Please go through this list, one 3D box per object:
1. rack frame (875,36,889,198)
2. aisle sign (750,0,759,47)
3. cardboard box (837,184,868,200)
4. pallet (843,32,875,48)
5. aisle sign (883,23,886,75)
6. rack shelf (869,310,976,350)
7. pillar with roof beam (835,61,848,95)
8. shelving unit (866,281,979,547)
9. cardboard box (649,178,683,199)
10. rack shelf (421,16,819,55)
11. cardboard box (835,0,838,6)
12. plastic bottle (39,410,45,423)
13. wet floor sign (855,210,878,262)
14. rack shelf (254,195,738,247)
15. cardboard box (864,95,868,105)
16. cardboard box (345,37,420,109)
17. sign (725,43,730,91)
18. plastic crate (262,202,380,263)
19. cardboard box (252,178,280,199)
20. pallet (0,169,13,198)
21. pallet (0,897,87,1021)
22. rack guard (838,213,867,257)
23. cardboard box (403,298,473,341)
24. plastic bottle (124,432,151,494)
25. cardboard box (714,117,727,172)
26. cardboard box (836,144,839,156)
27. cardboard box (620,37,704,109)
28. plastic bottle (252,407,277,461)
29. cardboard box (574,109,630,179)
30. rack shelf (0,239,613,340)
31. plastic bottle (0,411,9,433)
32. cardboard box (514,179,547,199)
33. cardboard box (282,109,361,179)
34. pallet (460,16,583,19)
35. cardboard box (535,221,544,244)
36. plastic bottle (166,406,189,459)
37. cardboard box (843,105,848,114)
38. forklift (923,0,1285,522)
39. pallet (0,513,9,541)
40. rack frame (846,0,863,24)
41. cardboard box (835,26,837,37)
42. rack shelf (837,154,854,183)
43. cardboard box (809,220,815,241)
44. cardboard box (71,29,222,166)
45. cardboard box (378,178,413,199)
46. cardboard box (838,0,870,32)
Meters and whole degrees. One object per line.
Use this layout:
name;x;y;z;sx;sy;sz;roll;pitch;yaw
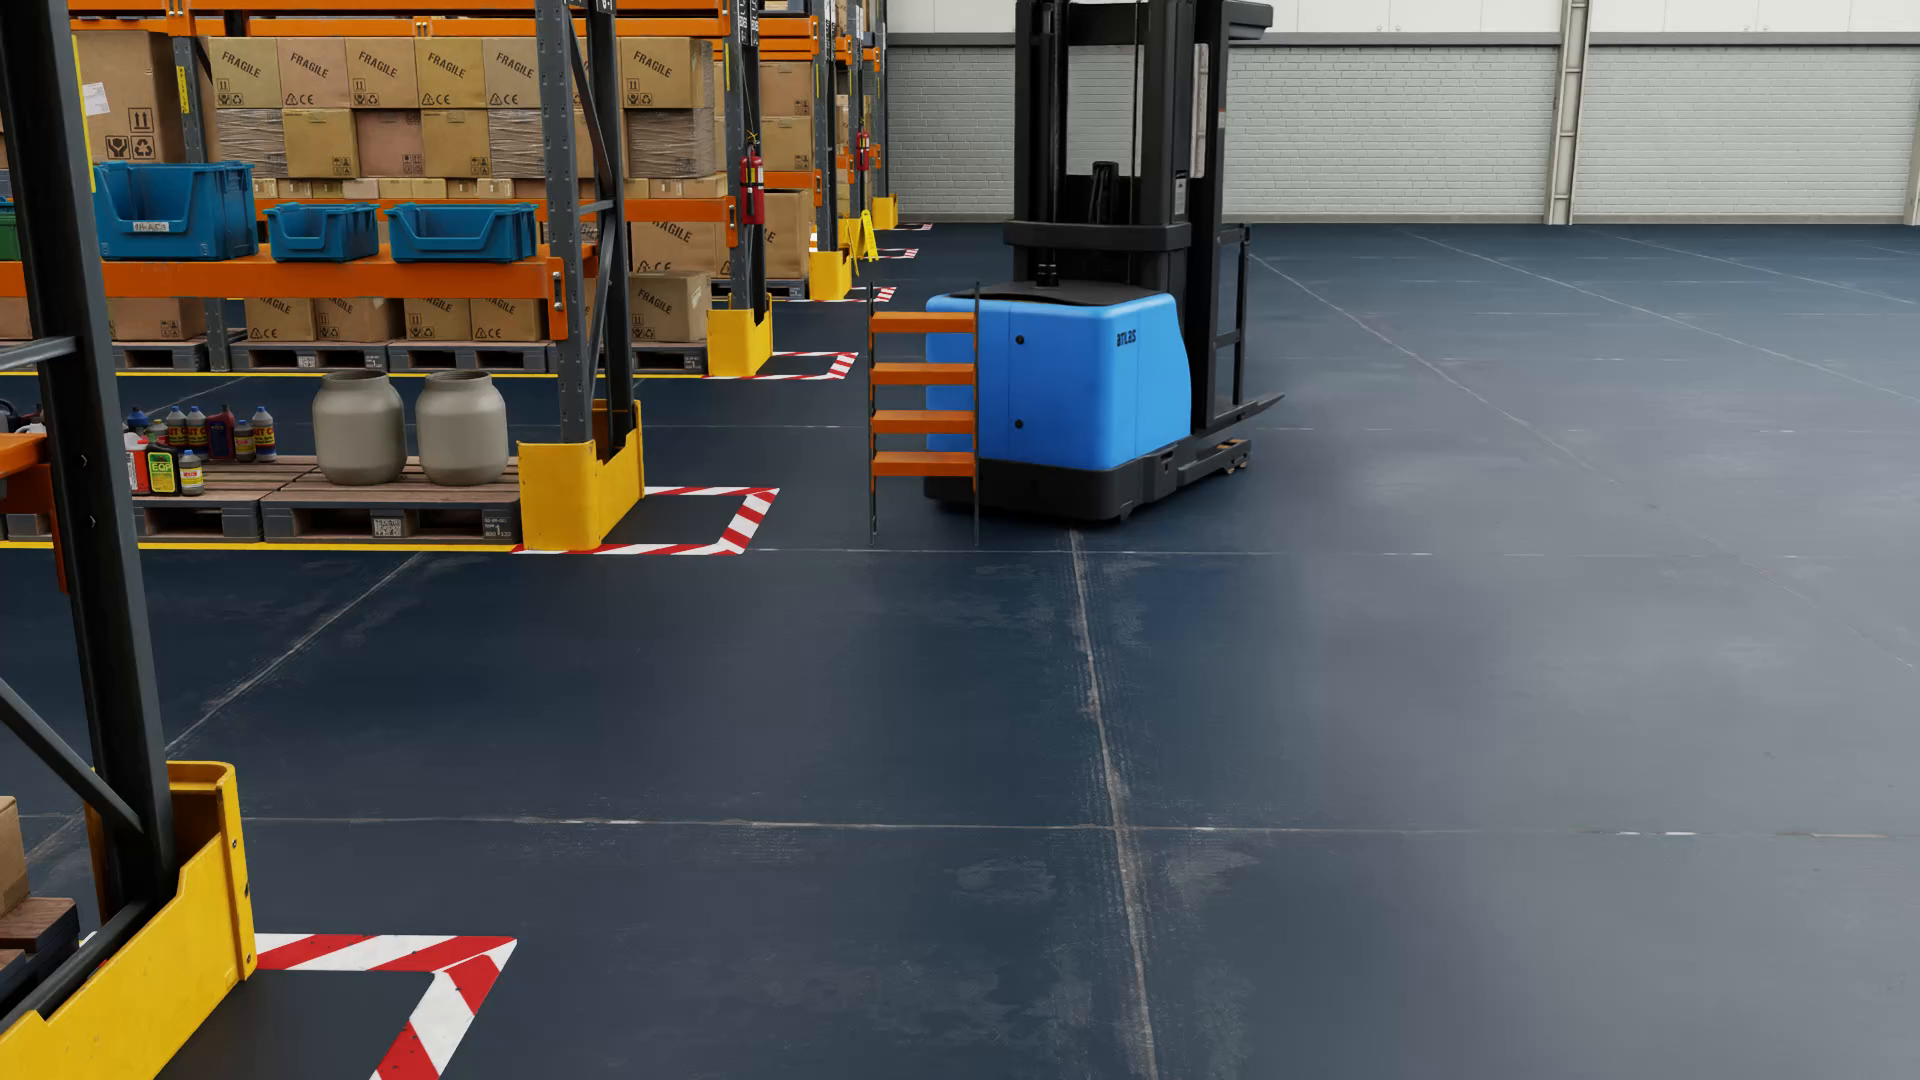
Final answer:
rack frame;-1.258;-6.617;27.041;0.127;3.000;1.000;0;15;1
aisle sign;-1.565;-4.157;12.621;0.004;0.787;0.394;0;15;1
cardboard box;-1.753;-5.656;26.984;0.500;0.250;0.500;0;15;1
pallet;-1.964;-8.036;26.712;1.213;0.211;1.003;0;15;1
aisle sign;-1.200;-7.799;26.424;0.004;0.787;0.394;0;15;1
rack shelf;-0.165;-0.961;7.591;0.480;0.148;0.258;0;15;1
pillar with roof beam;-2.041;-8.654;23.003;0.400;9.000;9.100;0;15;1
shelving unit;-0.165;-0.581;7.691;0.503;1.200;0.258;0;15;1
cardboard box;-2.174;-2.654;12.510;0.250;0.149;0.380;0;15;1
rack shelf;-3.406;-5.204;17.214;4.000;0.370;1.077;0;15;1
cardboard box;-1.727;-6.993;21.513;0.250;0.149;0.380;1;15;2
plastic bottle;-4.594;-0.585;8.507;0.185;0.351;0.144;0;15;1
wet floor sign;-1.219;-3.939;21.504;0.232;0.644;0.267;6;16;21
rack shelf;-3.634;-2.489;12.805;4.000;0.370;1.077;0;15;1
cardboard box;-1.622;-7.072;26.712;0.250;0.149;0.380;0;15;2
cardboard box;-4.190;-3.452;12.304;0.500;0.500;0.500;0;15;1
sign;-1.668;-3.395;11.940;0.005;0.325;0.100;0;15;1
plastic crate;-2.918;-1.422;7.640;0.408;0.251;0.499;0;15;1
cardboard box;-5.176;-2.646;12.480;0.250;0.149;0.380;0;15;1
pallet;-7.652;-2.781;12.877;1.213;0.211;1.003;0;15;1
pallet;-2.657;1.056;3.423;1.213;0.211;1.003;0;15;1
rack guard;-1.457;-4.143;22.564;0.348;0.500;1.175;0;15;1
cardboard box;-4.039;-1.846;13.033;0.500;0.500;0.500;-1;15;-4
plastic bottle;-3.859;-0.365;7.822;0.135;0.276;0.152;0;15;2
cardboard box;-2.329;-4.150;17.394;0.550;0.550;0.875;0;15;1
cardboard box;-1.760;-5.178;22.077;0.250;0.149;0.380;1;15;3
cardboard box;-2.190;-3.440;12.260;0.500;0.500;0.500;0;15;1
plastic bottle;-3.565;-0.546;8.514;0.097;0.271;0.097;0;15;0
cardboard box;-2.686;-2.999;12.550;0.500;0.500;0.875;0;15;1
rack shelf;-3.760;-1.226;8.017;4.000;0.370;1.077;0;15;1
plastic bottle;-4.895;-0.513;8.381;0.135;0.276;0.152;0;15;1
cardboard box;-3.174;-2.656;12.518;0.250;0.149;0.380;0;15;1
cardboard box;-4.686;-3.011;12.595;0.500;0.500;0.875;0;15;1
pallet;-4.588;-5.514;17.153;1.213;0.211;1.003;0;15;1
cardboard box;-4.778;-3.268;17.689;0.875;0.875;0.875;1;15;2
plastic bottle;-4.008;-0.549;8.525;0.097;0.271;0.097;0;15;0
cardboard box;-1.868;-6.904;26.661;0.250;0.149;0.380;1;15;2
forklift;0.992;-1.832;9.039;1.130;2.935;3.031;8;17;29
pallet;-5.089;-0.224;8.274;1.213;0.211;1.003;0;15;1
rack frame;-1.381;-8.252;21.477;0.127;3.000;1.000;0;15;1
cardboard box;-1.745;-6.611;21.631;0.250;0.149;0.380;0;15;2
rack shelf;-3.380;-5.016;22.384;4.000;0.370;1.077;0;15;1
cardboard box;-2.220;-4.162;22.300;0.500;0.250;0.500;0;15;1
cardboard box;-6.424;-3.384;12.787;1.000;1.000;1.000;0;15;2
cardboard box;-4.175;-2.649;12.491;0.250;0.149;0.380;0;15;1
cardboard box;-1.707;-8.308;26.354;0.500;0.500;0.500;1;15;3
